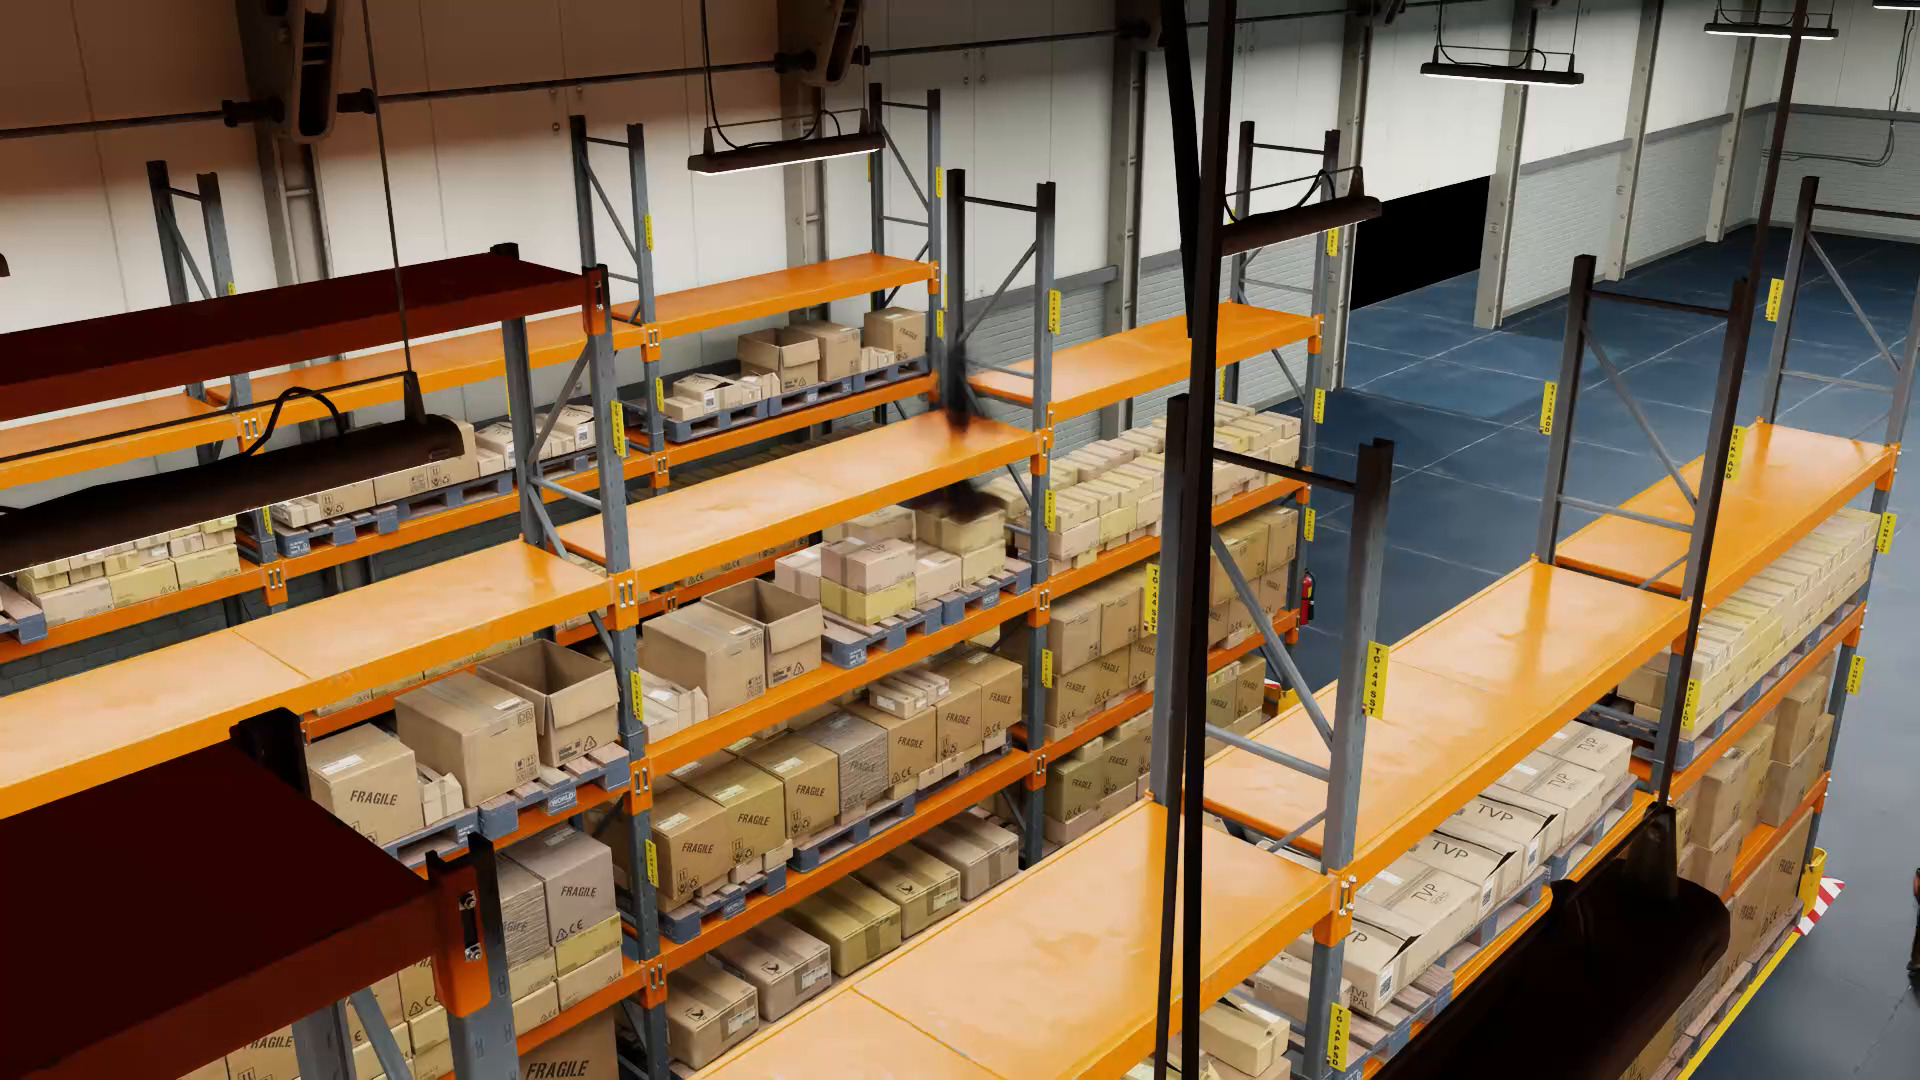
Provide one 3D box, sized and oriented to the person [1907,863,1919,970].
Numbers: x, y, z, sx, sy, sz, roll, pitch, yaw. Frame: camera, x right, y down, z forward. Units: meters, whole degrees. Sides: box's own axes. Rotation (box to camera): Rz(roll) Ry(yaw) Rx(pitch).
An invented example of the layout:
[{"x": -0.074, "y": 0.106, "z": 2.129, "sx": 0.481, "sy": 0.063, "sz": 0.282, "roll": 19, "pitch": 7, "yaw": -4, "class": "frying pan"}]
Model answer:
[{"x": 7.564, "y": 2.688, "z": 12.616, "sx": 0.673, "sy": 1.841, "sz": 0.925, "roll": 8, "pitch": 22, "yaw": 19, "class": "person"}]
